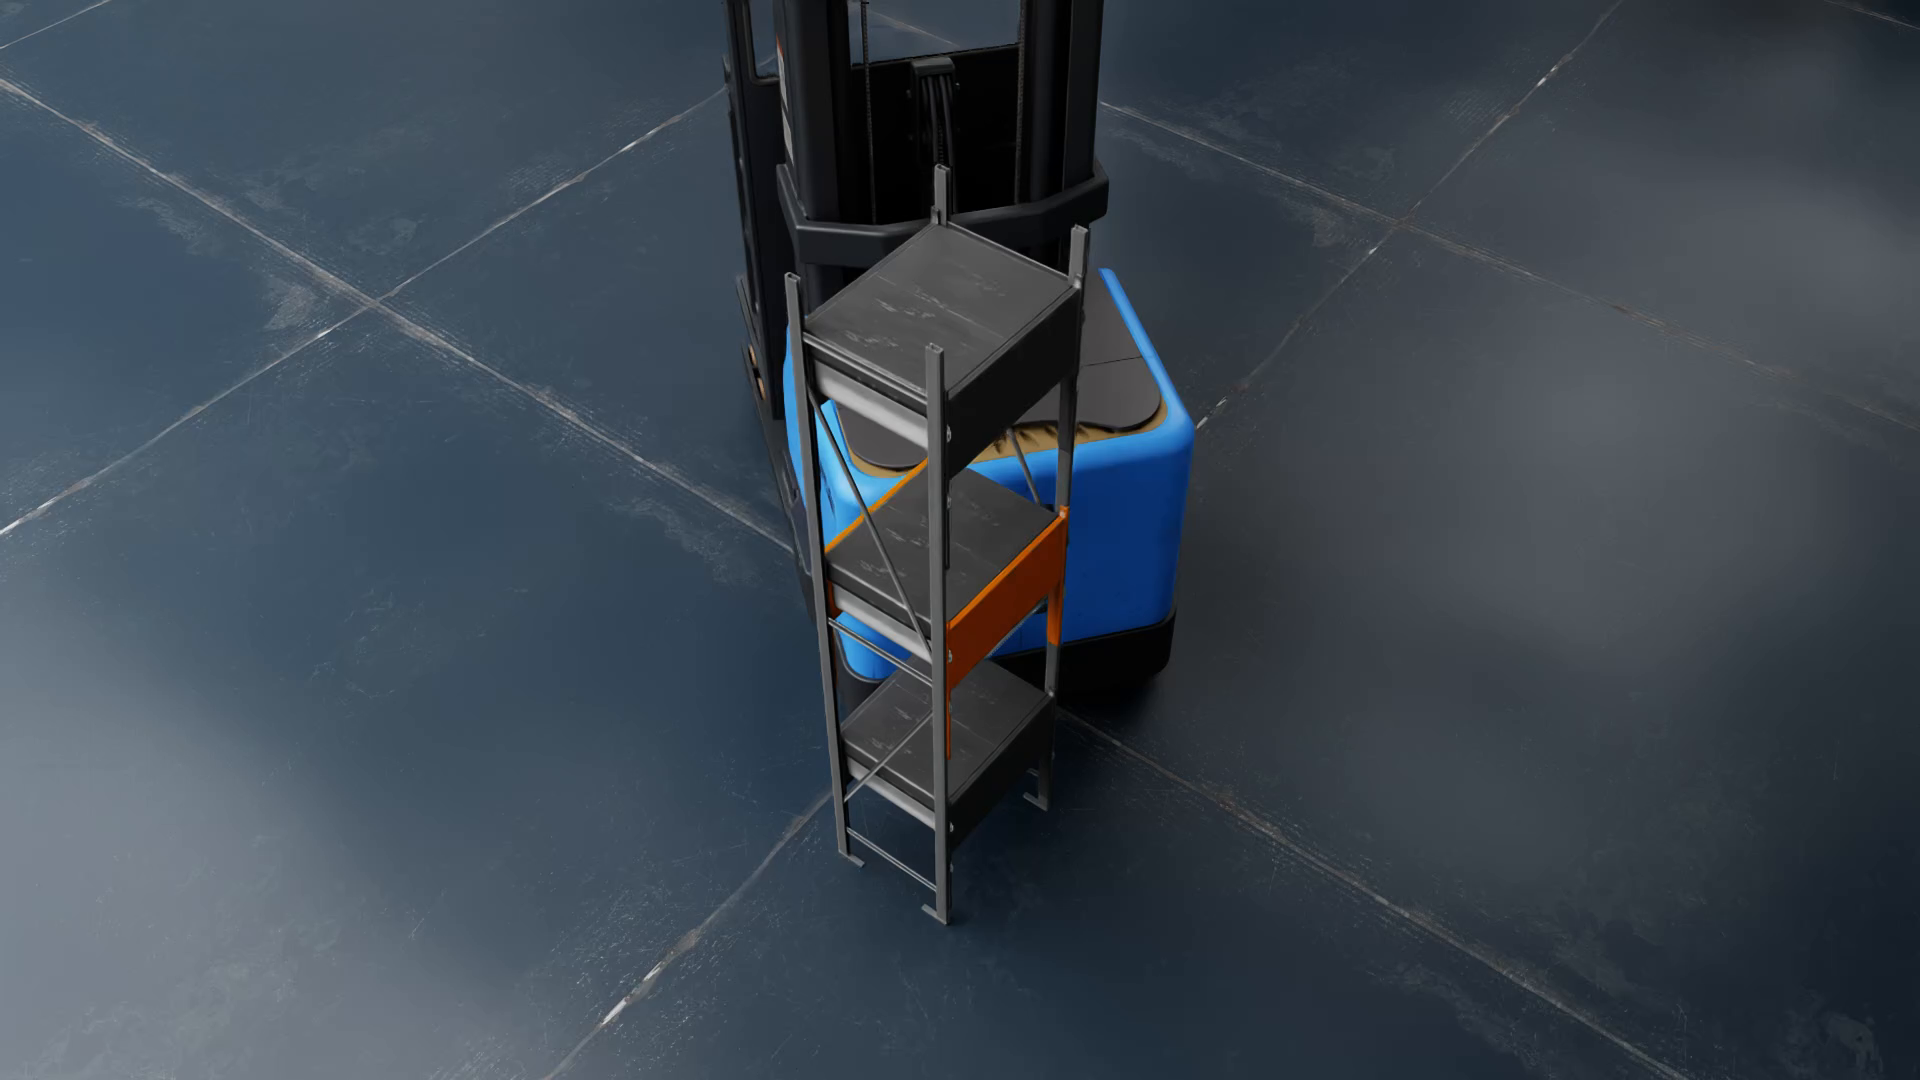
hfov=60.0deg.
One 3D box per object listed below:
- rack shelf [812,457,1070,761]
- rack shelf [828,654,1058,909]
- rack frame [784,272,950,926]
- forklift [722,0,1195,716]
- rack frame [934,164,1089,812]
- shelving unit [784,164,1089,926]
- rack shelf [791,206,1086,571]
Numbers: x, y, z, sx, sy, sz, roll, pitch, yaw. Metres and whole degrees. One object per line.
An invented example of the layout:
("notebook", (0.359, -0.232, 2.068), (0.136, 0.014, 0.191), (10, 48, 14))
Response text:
("rack shelf", (-0.043, 0.145, 4.178), (0.431, 0.518, 0.480), (29, 53, 25))
("rack shelf", (-0.043, 0.628, 4.685), (0.431, 0.518, 0.480), (29, 53, 25))
("rack frame", (-0.193, 0.275, 4.035), (0.400, 2.100, 0.015), (29, 53, 25))
("forklift", (-0.197, -1.513, 5.168), (1.130, 2.935, 3.031), (-11, 47, -10))
("rack frame", (0.106, -0.004, 4.302), (0.400, 2.100, 0.015), (29, 53, 25))
("shelving unit", (-0.043, 0.135, 4.169), (0.431, 2.100, 0.503), (29, 53, 25))
("rack shelf", (-0.043, -0.339, 3.672), (0.431, 0.518, 0.480), (29, 53, 25))
